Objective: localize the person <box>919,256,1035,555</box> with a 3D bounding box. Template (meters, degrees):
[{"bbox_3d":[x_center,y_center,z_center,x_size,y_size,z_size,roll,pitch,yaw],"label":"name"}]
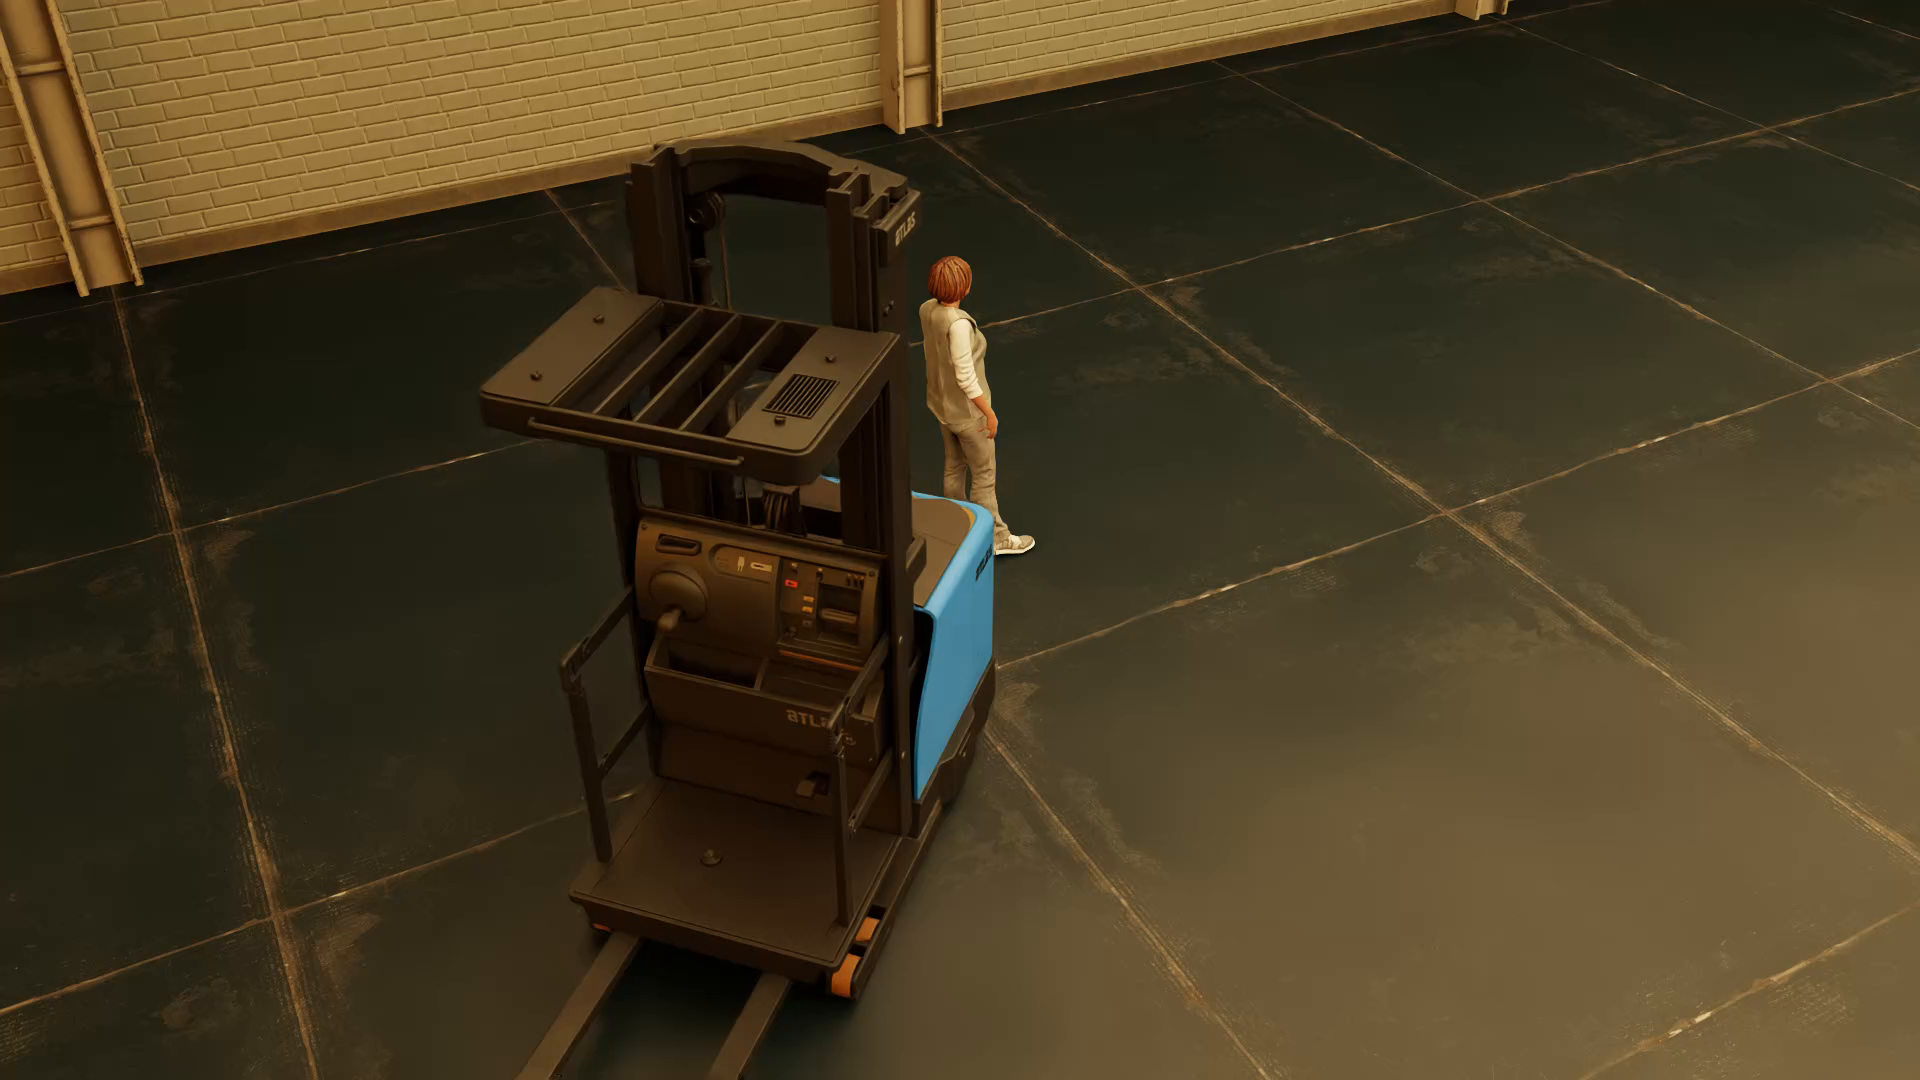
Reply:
[{"bbox_3d":[0.072,-0.671,8.215,0.474,1.598,0.519,-17,39,-23],"label":"person"}]

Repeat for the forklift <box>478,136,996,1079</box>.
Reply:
[{"bbox_3d":[-0.798,0.252,5.767,1.130,2.935,3.031,11,37,15],"label":"forklift"}]
